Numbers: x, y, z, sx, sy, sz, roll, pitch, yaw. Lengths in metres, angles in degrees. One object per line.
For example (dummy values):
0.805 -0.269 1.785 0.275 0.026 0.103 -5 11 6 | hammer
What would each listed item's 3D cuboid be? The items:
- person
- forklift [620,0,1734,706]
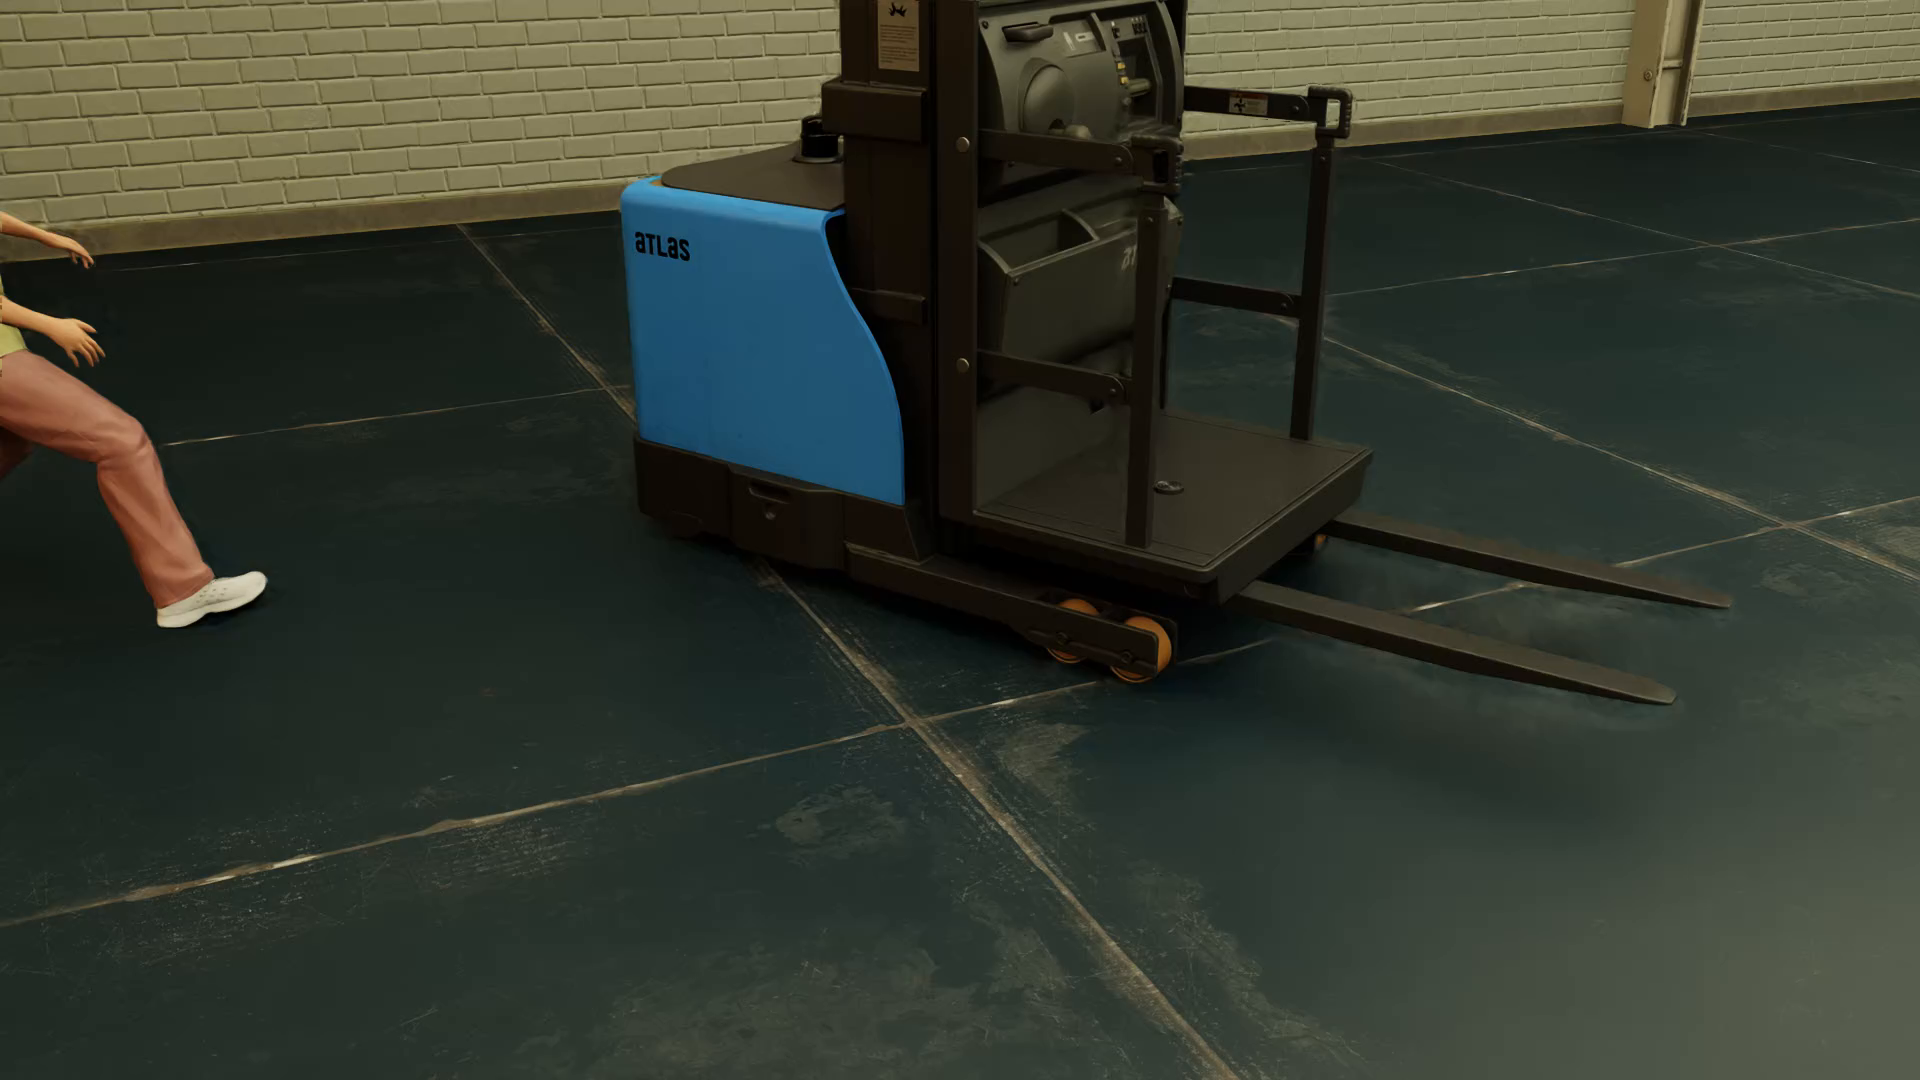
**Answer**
-2.554 -0.546 4.517 0.953 1.519 1.025 -12 25 -27 | person
0.504 -1.221 4.226 3.031 2.935 1.130 15 27 31 | forklift
